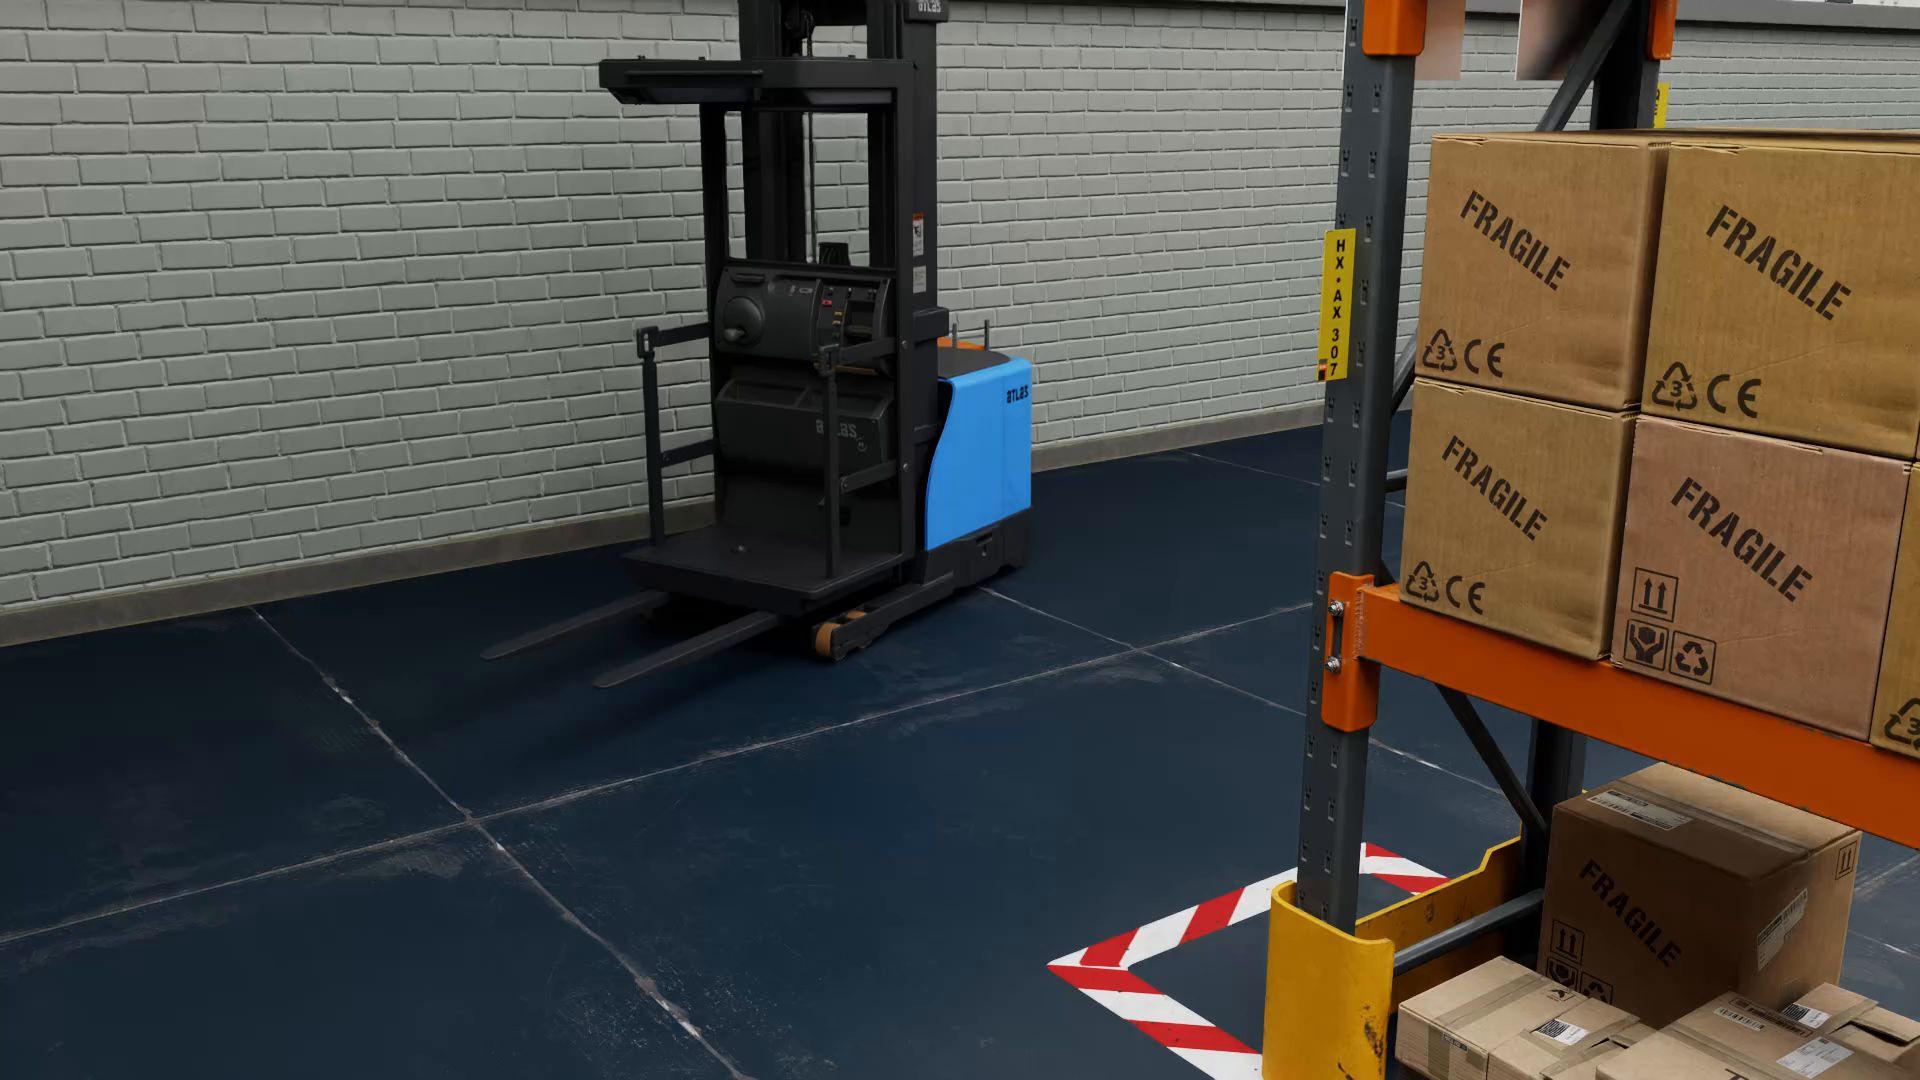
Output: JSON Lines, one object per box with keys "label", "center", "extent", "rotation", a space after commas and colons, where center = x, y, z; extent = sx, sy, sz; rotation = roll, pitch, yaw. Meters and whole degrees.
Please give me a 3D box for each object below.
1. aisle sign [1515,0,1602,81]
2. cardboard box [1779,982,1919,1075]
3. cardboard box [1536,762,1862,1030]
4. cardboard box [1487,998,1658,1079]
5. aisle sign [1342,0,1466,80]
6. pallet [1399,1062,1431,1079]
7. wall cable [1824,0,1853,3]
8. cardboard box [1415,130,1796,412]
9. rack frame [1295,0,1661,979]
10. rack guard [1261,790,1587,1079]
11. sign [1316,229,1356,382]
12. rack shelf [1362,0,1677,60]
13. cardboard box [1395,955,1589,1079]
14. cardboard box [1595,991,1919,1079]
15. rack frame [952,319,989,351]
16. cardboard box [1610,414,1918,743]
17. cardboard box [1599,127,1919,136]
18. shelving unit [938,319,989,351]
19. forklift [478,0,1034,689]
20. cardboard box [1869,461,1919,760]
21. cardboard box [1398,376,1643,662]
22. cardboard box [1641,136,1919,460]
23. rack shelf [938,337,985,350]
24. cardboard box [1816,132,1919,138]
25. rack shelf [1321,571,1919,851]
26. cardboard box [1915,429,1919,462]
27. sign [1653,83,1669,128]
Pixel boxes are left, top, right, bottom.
{"label": "aisle sign", "center": [1.468, -1.493, 3.926], "extent": [0.394, 0.787, 0.004], "rotation": [-11, 19, -35]}
{"label": "cardboard box", "center": [1.944, 1.155, 3.707], "extent": [0.380, 0.166, 0.250], "rotation": [-11, 19, -35]}
{"label": "cardboard box", "center": [1.779, 0.894, 4.030], "extent": [0.500, 0.500, 0.500], "rotation": [-11, 19, -35]}
{"label": "cardboard box", "center": [1.375, 1.173, 3.642], "extent": [0.380, 0.166, 0.250], "rotation": [-11, 19, -35]}
{"label": "aisle sign", "center": [0.982, -1.400, 3.586], "extent": [0.394, 0.787, 0.004], "rotation": [-11, 19, -35]}
{"label": "pallet", "center": [1.774, 1.354, 3.730], "extent": [1.003, 0.211, 1.213], "rotation": [-11, 19, -35]}
{"label": "wall cable", "center": [8.738, -7.902, 14.807], "extent": [2.277, 5.999, 0.120], "rotation": [-11, 19, -35]}
{"label": "cardboard box", "center": [1.307, -0.572, 3.401], "extent": [0.500, 0.500, 0.500], "rotation": [-10, 18, -33]}
{"label": "rack frame", "center": [1.260, -0.177, 4.042], "extent": [1.000, 3.000, 0.127], "rotation": [-11, 19, -35]}
{"label": "rack guard", "center": [1.305, 1.044, 4.313], "extent": [1.175, 0.500, 0.348], "rotation": [-11, 19, -35]}
{"label": "sign", "center": [0.821, -0.511, 3.620], "extent": [0.100, 0.325, 0.005], "rotation": [-11, 19, -35]}
{"label": "rack shelf", "center": [2.436, -0.850, 2.181], "extent": [1.077, 0.370, 4.000], "rotation": [-11, 19, -35]}
{"label": "cardboard box", "center": [1.228, 1.128, 3.839], "extent": [0.380, 0.149, 0.250], "rotation": [-11, 19, -35]}
{"label": "cardboard box", "center": [1.644, 1.204, 3.372], "extent": [0.500, 0.250, 0.500], "rotation": [-11, 19, -35]}
{"label": "rack frame", "center": [0.057, -0.567, 8.874], "extent": [0.240, 1.200, 0.015], "rotation": [-12, 19, -37]}
{"label": "cardboard box", "center": [1.615, 0.019, 3.134], "extent": [0.500, 0.500, 0.500], "rotation": [-11, 19, -35]}
{"label": "cardboard box", "center": [1.744, -0.656, 3.706], "extent": [0.500, 0.500, 0.500], "rotation": [-11, 19, -35]}
{"label": "shelving unit", "center": [-0.094, -0.617, 9.059], "extent": [0.258, 1.200, 0.503], "rotation": [-12, 19, -37]}
{"label": "forklift", "center": [-0.824, -1.032, 7.294], "extent": [1.130, 2.935, 3.031], "rotation": [9, 18, 30]}
{"label": "cardboard box", "center": [1.908, 0.127, 2.741], "extent": [0.500, 0.500, 0.500], "rotation": [-11, 19, -35]}
{"label": "cardboard box", "center": [1.307, -0.090, 3.533], "extent": [0.500, 0.500, 0.500], "rotation": [-10, 18, -33]}
{"label": "cardboard box", "center": [1.621, -0.462, 2.998], "extent": [0.500, 0.500, 0.500], "rotation": [-11, 19, -34]}
{"label": "rack shelf", "center": [-0.094, -0.996, 8.955], "extent": [0.258, 0.148, 0.480], "rotation": [-12, 19, -37]}
{"label": "cardboard box", "center": [2.042, -0.548, 3.312], "extent": [0.500, 0.500, 0.500], "rotation": [-10, 18, -33]}
{"label": "rack shelf", "center": [2.436, 0.597, 2.577], "extent": [1.077, 0.370, 4.000], "rotation": [-11, 19, -35]}
{"label": "cardboard box", "center": [1.911, -0.354, 2.605], "extent": [0.500, 0.500, 0.500], "rotation": [-11, 19, -34]}
{"label": "sign", "center": [1.721, -0.970, 4.147], "extent": [0.100, 0.325, 0.005], "rotation": [-11, 19, -35]}
